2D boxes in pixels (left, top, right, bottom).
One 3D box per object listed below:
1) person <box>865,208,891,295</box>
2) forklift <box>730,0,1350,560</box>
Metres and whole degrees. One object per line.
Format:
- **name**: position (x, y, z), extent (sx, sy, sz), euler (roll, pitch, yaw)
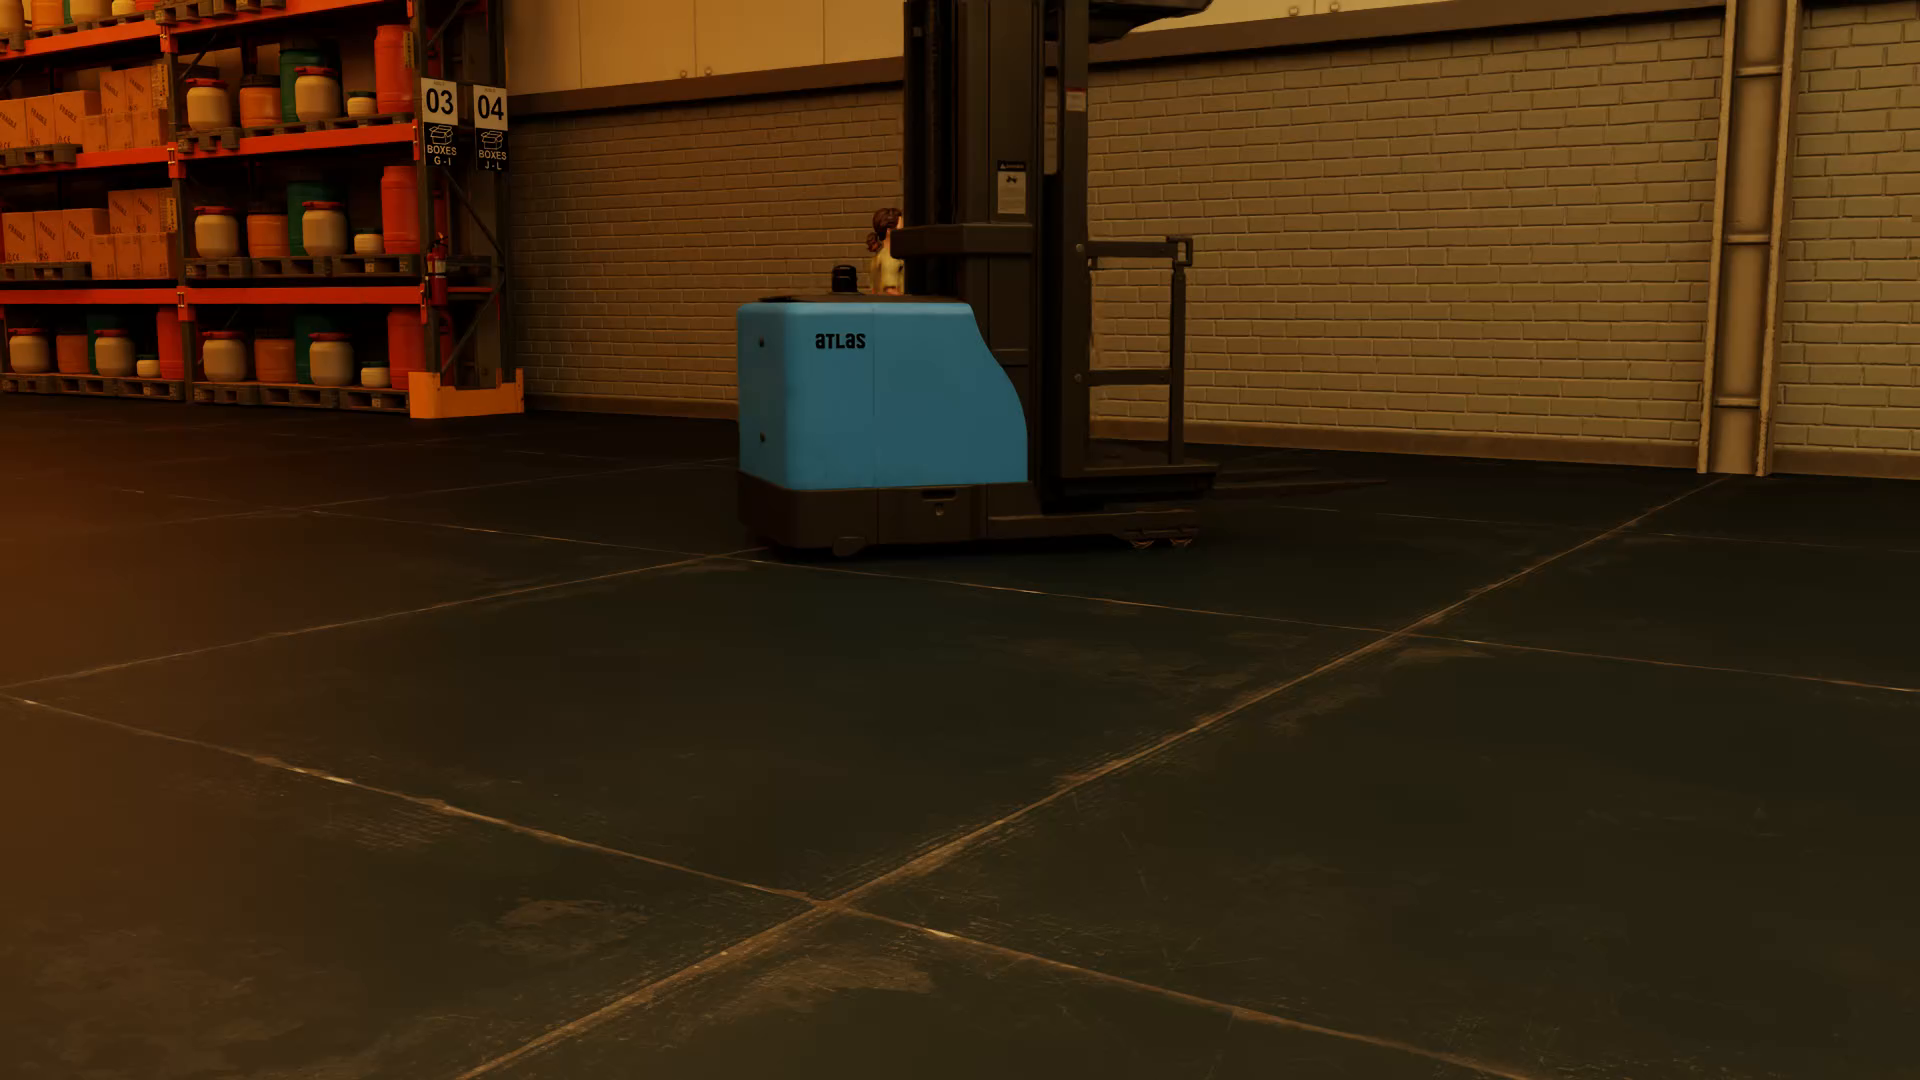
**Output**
- **person**: position (-0.416, -1.273, 10.625), extent (0.383, 1.671, 0.438), euler (-2, 8, -17)
- **forklift**: position (0.492, -1.498, 7.724), extent (3.031, 2.935, 1.130), euler (-5, 9, -30)
